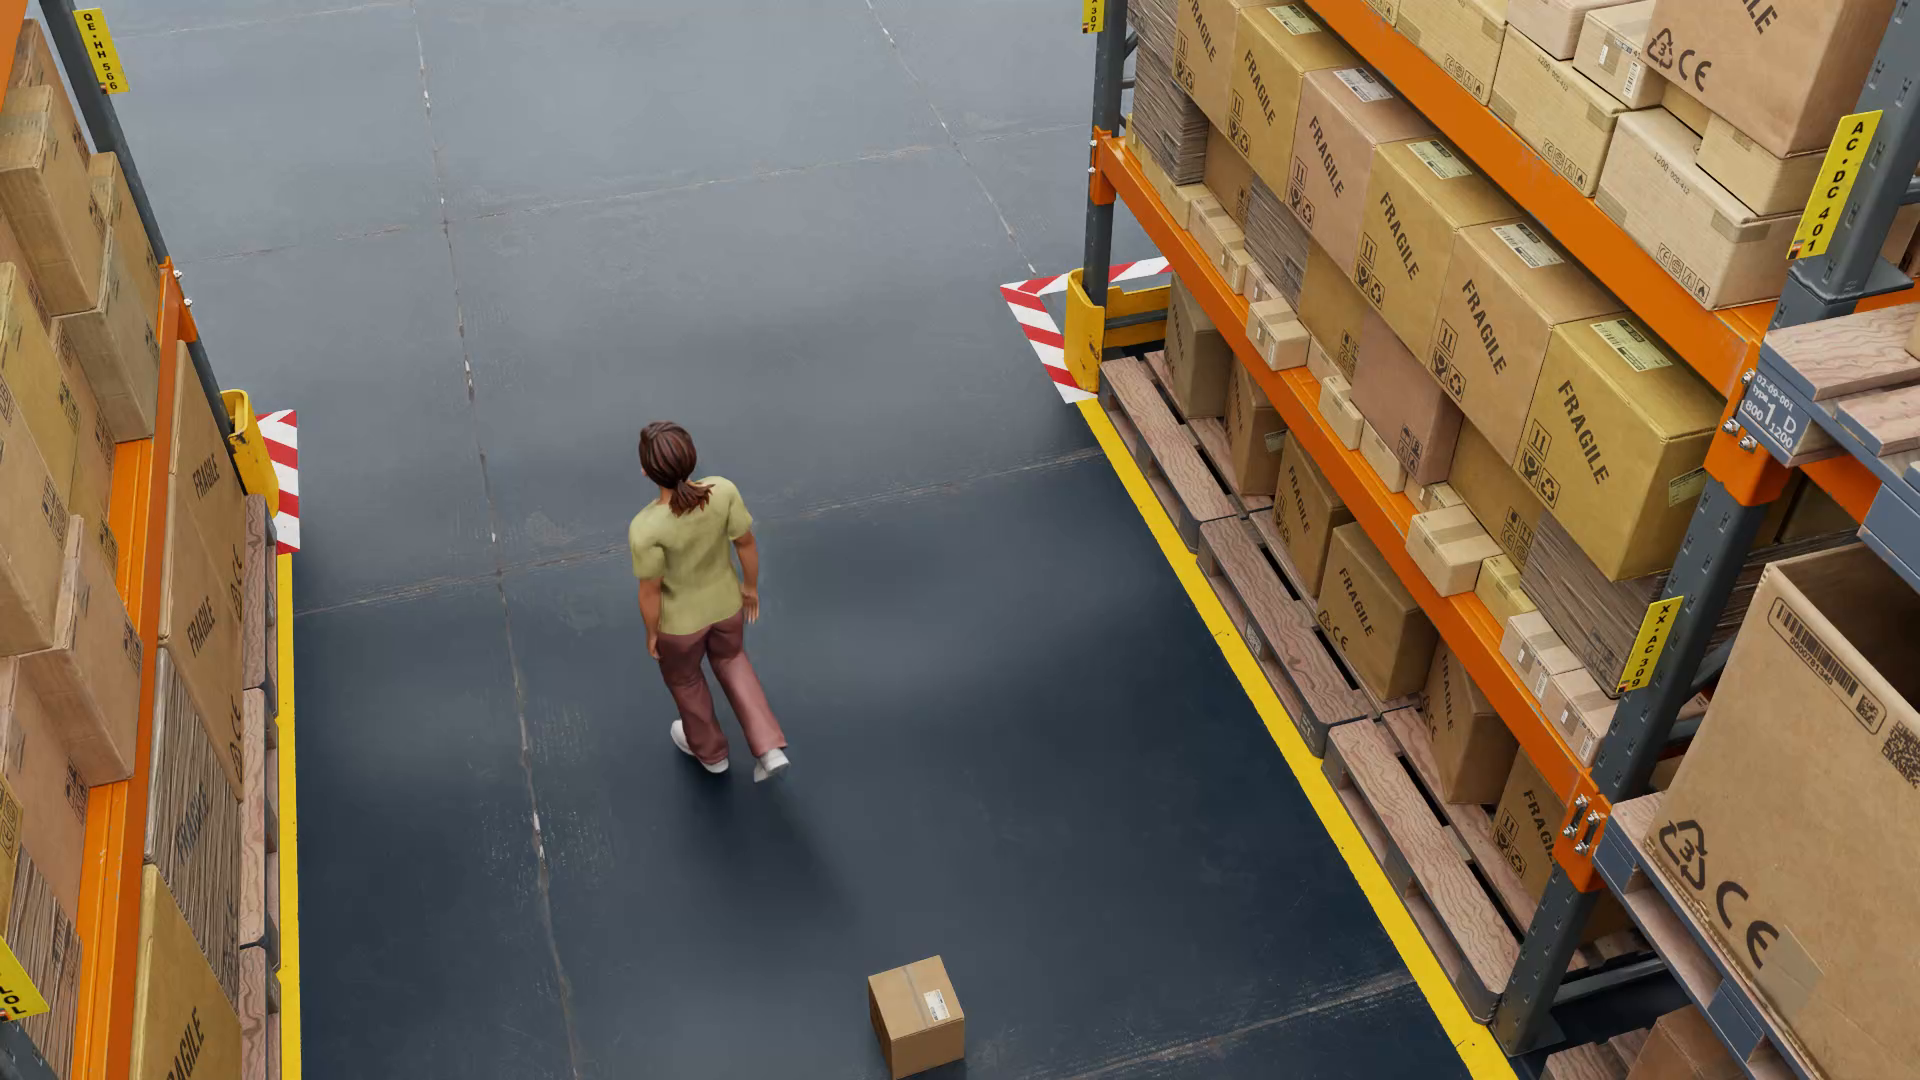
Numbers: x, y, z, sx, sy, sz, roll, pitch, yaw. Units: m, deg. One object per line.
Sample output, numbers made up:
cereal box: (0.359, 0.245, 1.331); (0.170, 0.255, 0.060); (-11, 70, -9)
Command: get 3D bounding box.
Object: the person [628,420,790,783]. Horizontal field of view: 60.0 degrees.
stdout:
person: (-0.885, 0.278, 5.827); (0.455, 1.657, 0.632); (-28, 49, -27)
